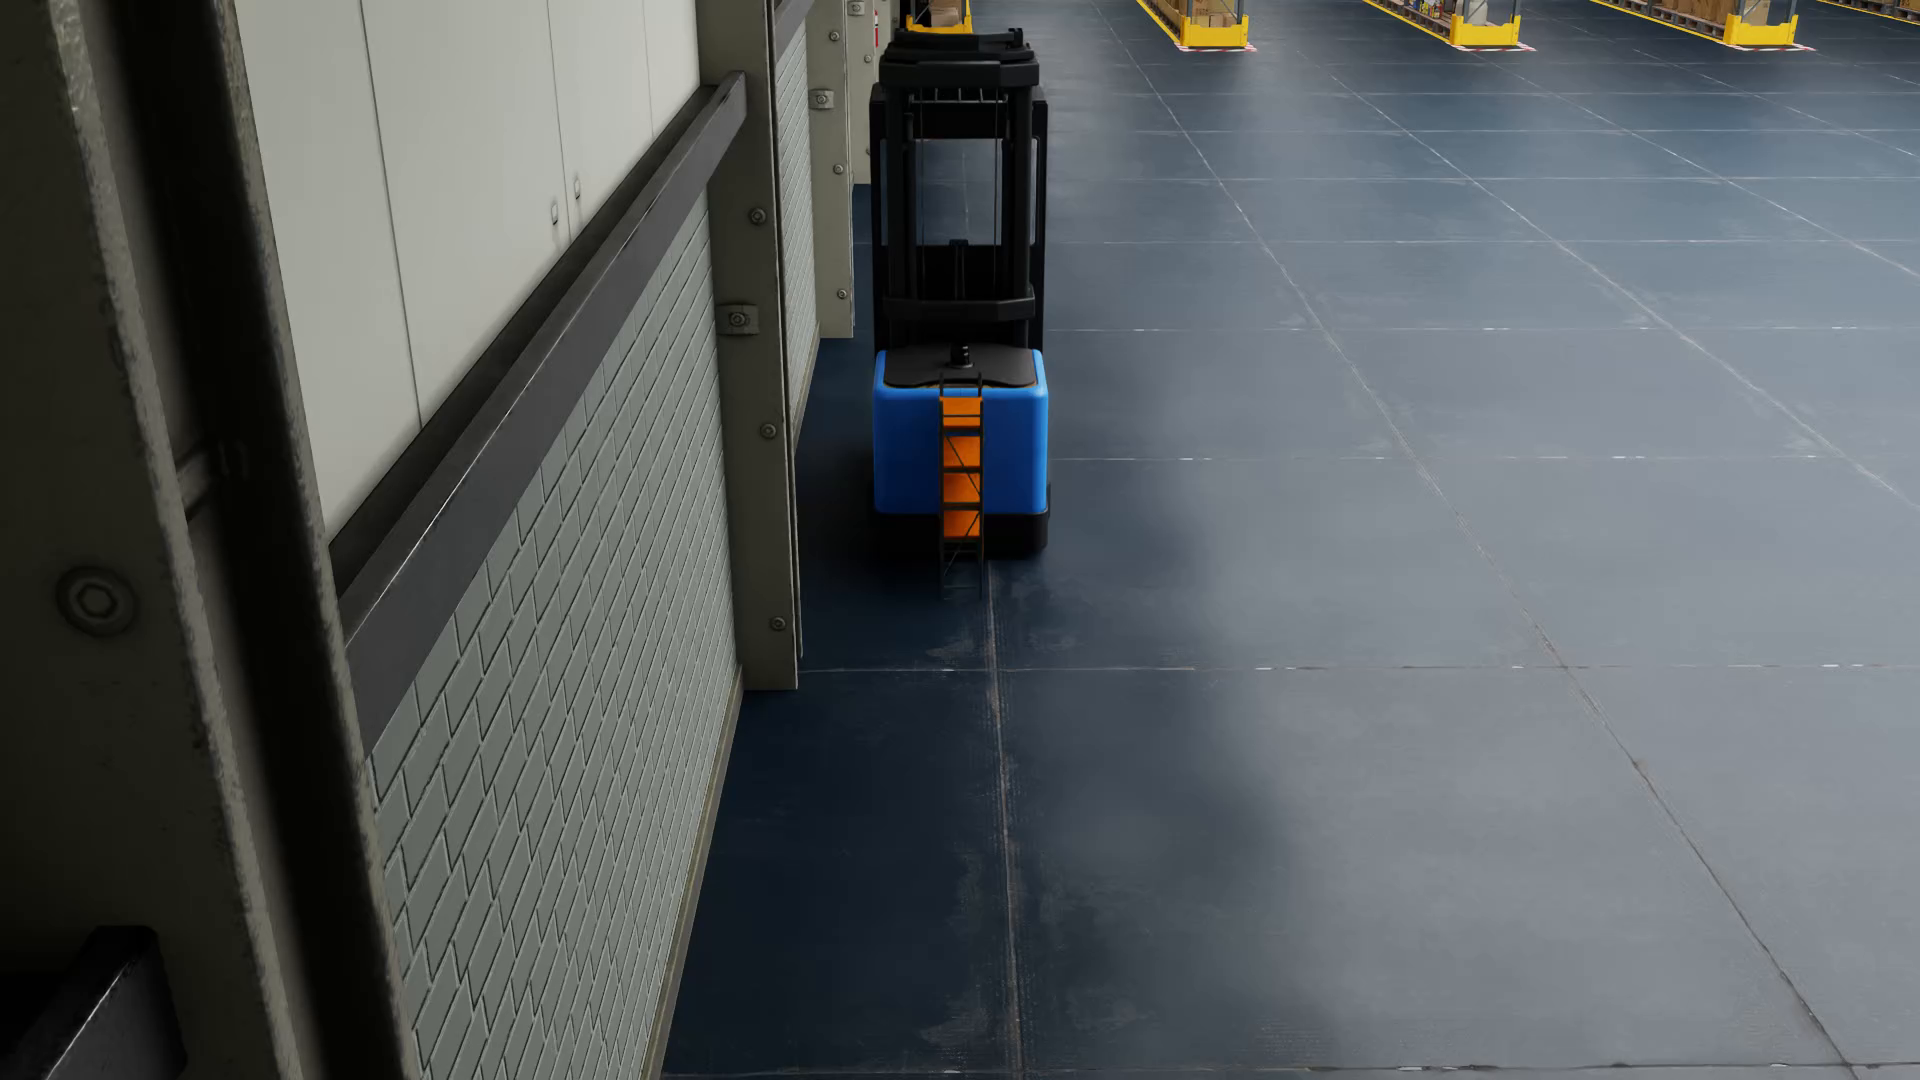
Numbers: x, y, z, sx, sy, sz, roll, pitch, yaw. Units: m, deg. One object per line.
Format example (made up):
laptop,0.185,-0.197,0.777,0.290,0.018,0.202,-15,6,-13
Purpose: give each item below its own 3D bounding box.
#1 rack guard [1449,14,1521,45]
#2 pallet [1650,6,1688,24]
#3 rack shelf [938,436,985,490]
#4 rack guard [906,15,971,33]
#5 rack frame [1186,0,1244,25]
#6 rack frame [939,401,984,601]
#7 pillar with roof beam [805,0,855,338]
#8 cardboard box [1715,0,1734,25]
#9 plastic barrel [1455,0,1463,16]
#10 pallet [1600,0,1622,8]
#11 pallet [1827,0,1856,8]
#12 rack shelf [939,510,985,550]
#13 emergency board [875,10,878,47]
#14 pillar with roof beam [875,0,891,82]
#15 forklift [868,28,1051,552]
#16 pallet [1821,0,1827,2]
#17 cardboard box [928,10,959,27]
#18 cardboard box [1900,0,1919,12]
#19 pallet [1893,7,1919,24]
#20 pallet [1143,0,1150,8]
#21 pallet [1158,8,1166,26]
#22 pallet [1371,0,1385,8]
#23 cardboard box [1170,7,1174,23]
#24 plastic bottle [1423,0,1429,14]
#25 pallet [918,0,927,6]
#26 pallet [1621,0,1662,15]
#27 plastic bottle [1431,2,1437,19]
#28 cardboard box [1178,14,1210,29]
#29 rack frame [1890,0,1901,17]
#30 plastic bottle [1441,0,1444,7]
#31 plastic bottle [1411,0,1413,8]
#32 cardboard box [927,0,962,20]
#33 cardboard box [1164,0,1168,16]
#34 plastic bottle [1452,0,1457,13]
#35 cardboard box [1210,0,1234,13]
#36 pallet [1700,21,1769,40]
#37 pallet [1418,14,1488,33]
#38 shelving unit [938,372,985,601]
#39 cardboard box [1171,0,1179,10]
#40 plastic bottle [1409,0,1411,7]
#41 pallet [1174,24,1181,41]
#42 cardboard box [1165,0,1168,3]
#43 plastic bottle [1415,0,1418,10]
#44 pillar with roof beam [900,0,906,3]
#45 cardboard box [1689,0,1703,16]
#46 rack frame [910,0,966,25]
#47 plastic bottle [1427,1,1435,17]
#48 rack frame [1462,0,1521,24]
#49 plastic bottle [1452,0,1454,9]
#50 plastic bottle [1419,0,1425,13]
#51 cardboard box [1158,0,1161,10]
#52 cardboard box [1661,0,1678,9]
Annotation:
rack guard,9.473,-9.221,30.030,1.175,0.500,0.348,0,24,-1
pallet,14.473,-10.452,33.103,1.003,0.211,1.213,0,24,-1
rack shelf,0.006,-0.446,9.400,0.258,0.148,0.480,0,24,-1
rack guard,-0.386,-9.176,29.932,1.175,0.500,0.348,0,24,-1
rack frame,4.568,-10.308,29.401,1.000,3.000,0.127,0,24,-1
rack frame,0.009,-0.203,9.242,0.240,1.200,0.015,0,24,-1
pillar with roof beam,3.243,-5.904,12.384,9.100,9.000,0.400,0,24,-1
cardboard box,14.443,-9.907,31.038,0.500,0.500,0.500,6,25,13
plastic barrel,9.432,-9.864,30.928,0.421,0.512,0.421,0,24,0
pallet,14.404,-11.553,35.538,1.003,0.211,1.213,0,24,-1
pallet,19.291,-11.531,35.489,1.003,0.211,1.213,0,24,-1
rack shelf,0.006,-0.061,9.574,0.258,0.148,0.480,0,24,-1
emergency board,-1.204,-7.078,22.259,0.194,1.169,0.643,0,24,-1
pillar with roof beam,3.112,-10.849,23.317,9.100,9.000,0.400,0,24,-1
forklift,-0.012,-1.825,10.729,1.130,2.935,3.031,0,24,-1
pallet,19.280,-12.032,36.597,1.003,0.211,1.213,0,24,-1
cardboard box,-0.303,-9.545,30.443,0.500,0.311,0.500,-3,25,-7
cardboard box,19.328,-10.943,32.875,0.875,0.875,0.875,0,24,0
pallet,19.321,-10.395,32.978,1.003,0.211,1.213,0,24,-1
pallet,4.461,-11.493,35.405,1.003,0.211,1.213,0,24,-1
pallet,4.491,-10.358,32.895,1.003,0.211,1.213,0,24,-1
pallet,9.414,-11.534,35.495,1.003,0.211,1.213,0,24,-1
cardboard box,4.242,-9.878,31.277,0.500,0.250,0.500,0,24,-1
plastic bottle,9.078,-10.383,32.247,0.144,0.351,0.185,0,24,-1
pallet,-0.439,-10.982,34.276,1.003,0.211,1.213,0,24,-1
pallet,14.420,-11.049,34.424,1.003,0.211,1.213,0,24,-1
plastic bottle,9.043,-10.094,31.691,0.061,0.283,0.133,0,24,1
cardboard box,4.267,-9.466,30.366,0.500,0.250,0.500,0,24,-1
rack frame,19.391,-11.980,33.097,1.000,3.000,0.127,0,24,-1
plastic bottle,9.628,-10.705,32.961,0.144,0.351,0.185,0,24,-1
plastic bottle,9.045,-10.685,33.097,0.097,0.201,0.097,0,24,0
cardboard box,-0.267,-10.168,31.592,0.700,0.500,0.500,-2,24,-4
cardboard box,4.227,-10.290,32.188,0.500,0.250,0.500,0,24,-1
plastic bottle,9.676,-10.452,32.483,0.061,0.283,0.133,0,24,-1
cardboard box,4.777,-10.016,30.673,0.500,0.500,0.500,0,24,-1
pallet,14.499,-9.446,30.880,1.003,0.211,1.213,0,24,-1
pallet,9.459,-9.925,31.939,1.003,0.211,1.213,0,24,-1
shelving unit,0.006,-0.303,9.464,0.258,1.200,0.503,0,24,-1
cardboard box,4.239,-10.220,31.123,0.500,0.500,0.500,0,24,-1
plastic bottle,9.043,-10.801,33.268,0.097,0.271,0.097,0,24,0
pallet,4.518,-9.352,30.672,1.003,0.211,1.213,0,24,-1
cardboard box,4.227,-10.632,32.034,0.500,0.500,0.500,0,24,-1
plastic bottle,9.071,-10.636,32.807,0.144,0.351,0.185,0,24,1
pillar with roof beam,2.981,-15.794,34.250,9.100,9.000,0.400,0,24,-1
cardboard box,14.494,-10.395,32.117,0.500,0.500,0.500,-2,24,-5
rack frame,-0.385,-10.284,29.348,1.000,3.000,0.127,0,24,-1
plastic bottle,9.086,-10.204,31.942,0.152,0.276,0.135,-1,24,-2
rack frame,9.521,-10.328,29.447,1.000,3.000,0.127,0,24,-1
plastic bottle,9.775,-10.627,32.787,0.144,0.351,0.185,-1,24,-3
plastic bottle,9.033,-10.459,32.498,0.061,0.283,0.133,1,24,2
cardboard box,4.226,-10.702,33.100,0.500,0.250,0.500,0,24,-1
cardboard box,14.394,-10.886,33.204,0.500,0.500,0.500,-1,24,-2
